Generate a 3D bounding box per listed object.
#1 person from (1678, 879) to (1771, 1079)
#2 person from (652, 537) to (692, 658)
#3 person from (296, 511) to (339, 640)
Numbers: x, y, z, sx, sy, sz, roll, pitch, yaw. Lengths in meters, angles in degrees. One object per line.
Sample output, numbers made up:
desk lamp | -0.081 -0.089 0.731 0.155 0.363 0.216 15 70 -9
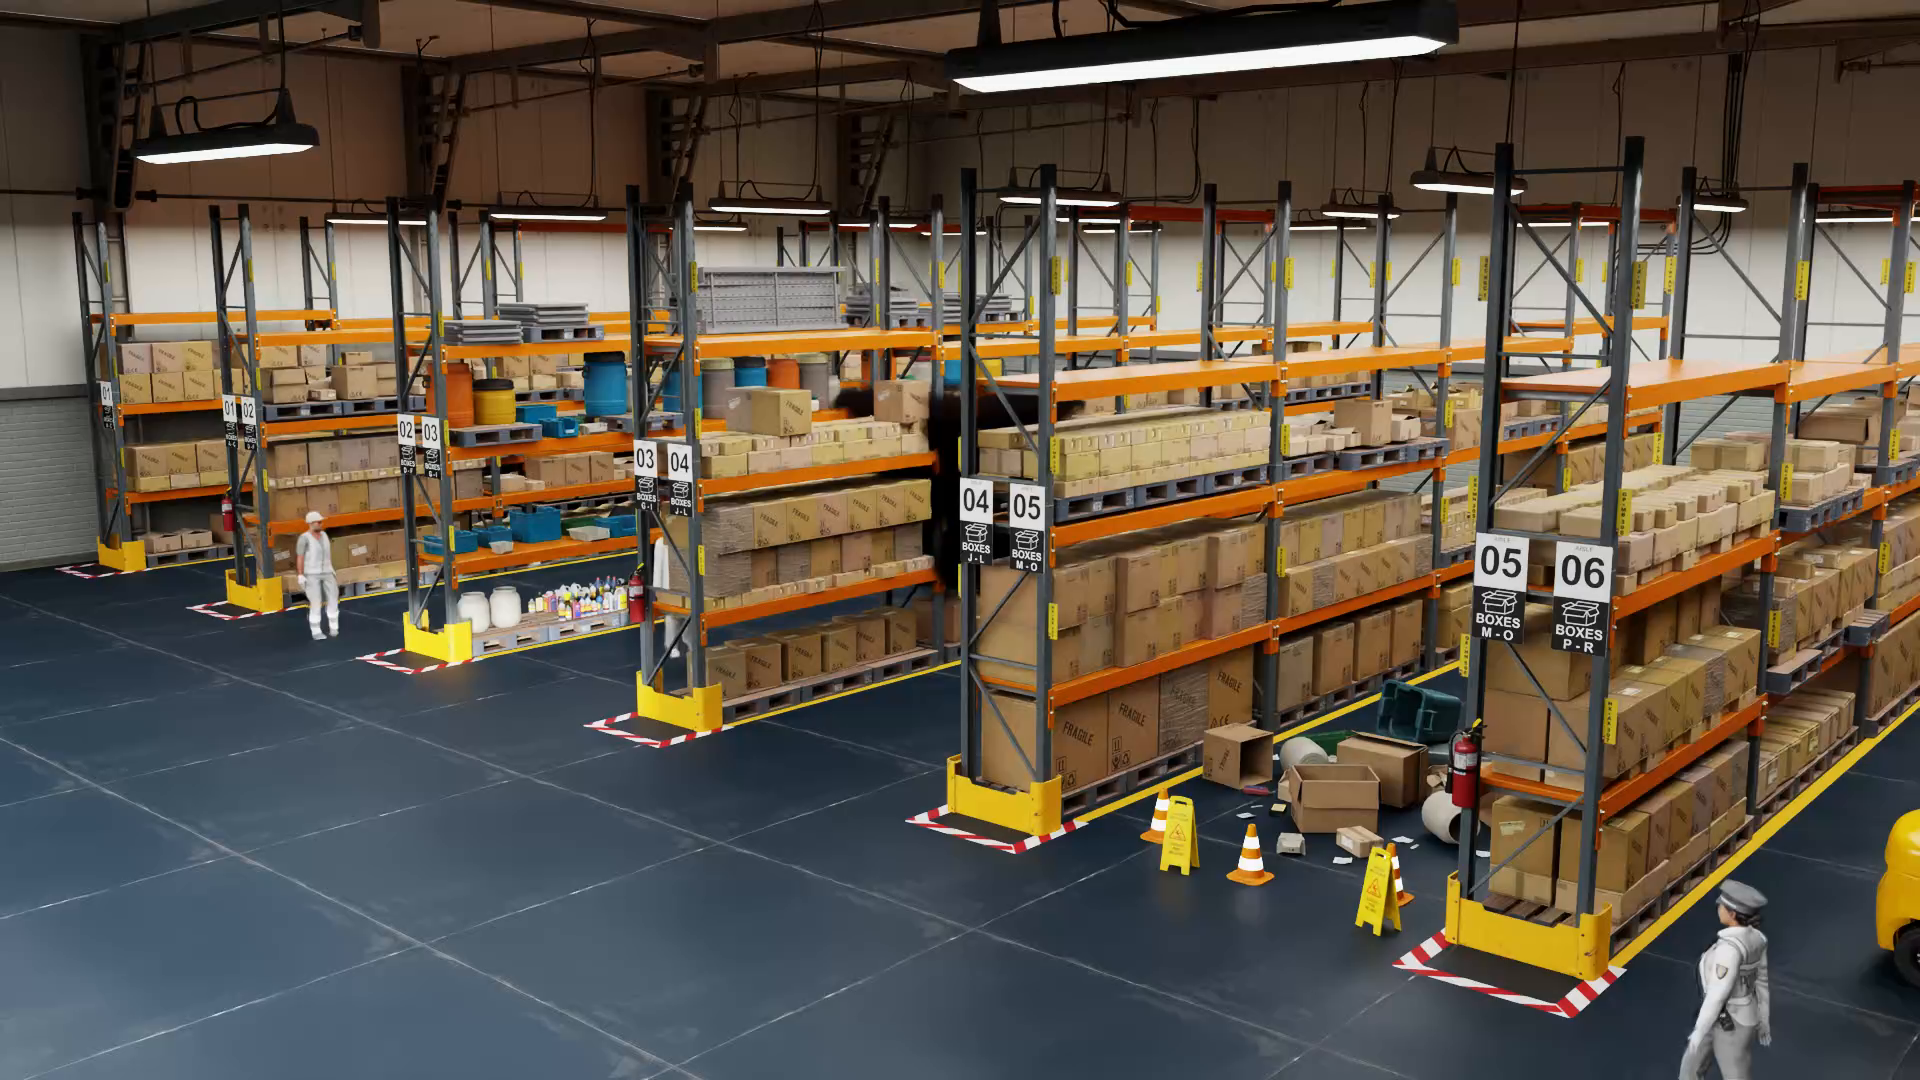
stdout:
person | 4.459 2.786 9.591 0.959 1.642 0.450 4 10 25
person | -3.604 0.590 21.108 0.653 1.796 0.445 -9 13 -43
person | -8.895 0.504 23.026 0.439 1.819 0.616 9 13 44
